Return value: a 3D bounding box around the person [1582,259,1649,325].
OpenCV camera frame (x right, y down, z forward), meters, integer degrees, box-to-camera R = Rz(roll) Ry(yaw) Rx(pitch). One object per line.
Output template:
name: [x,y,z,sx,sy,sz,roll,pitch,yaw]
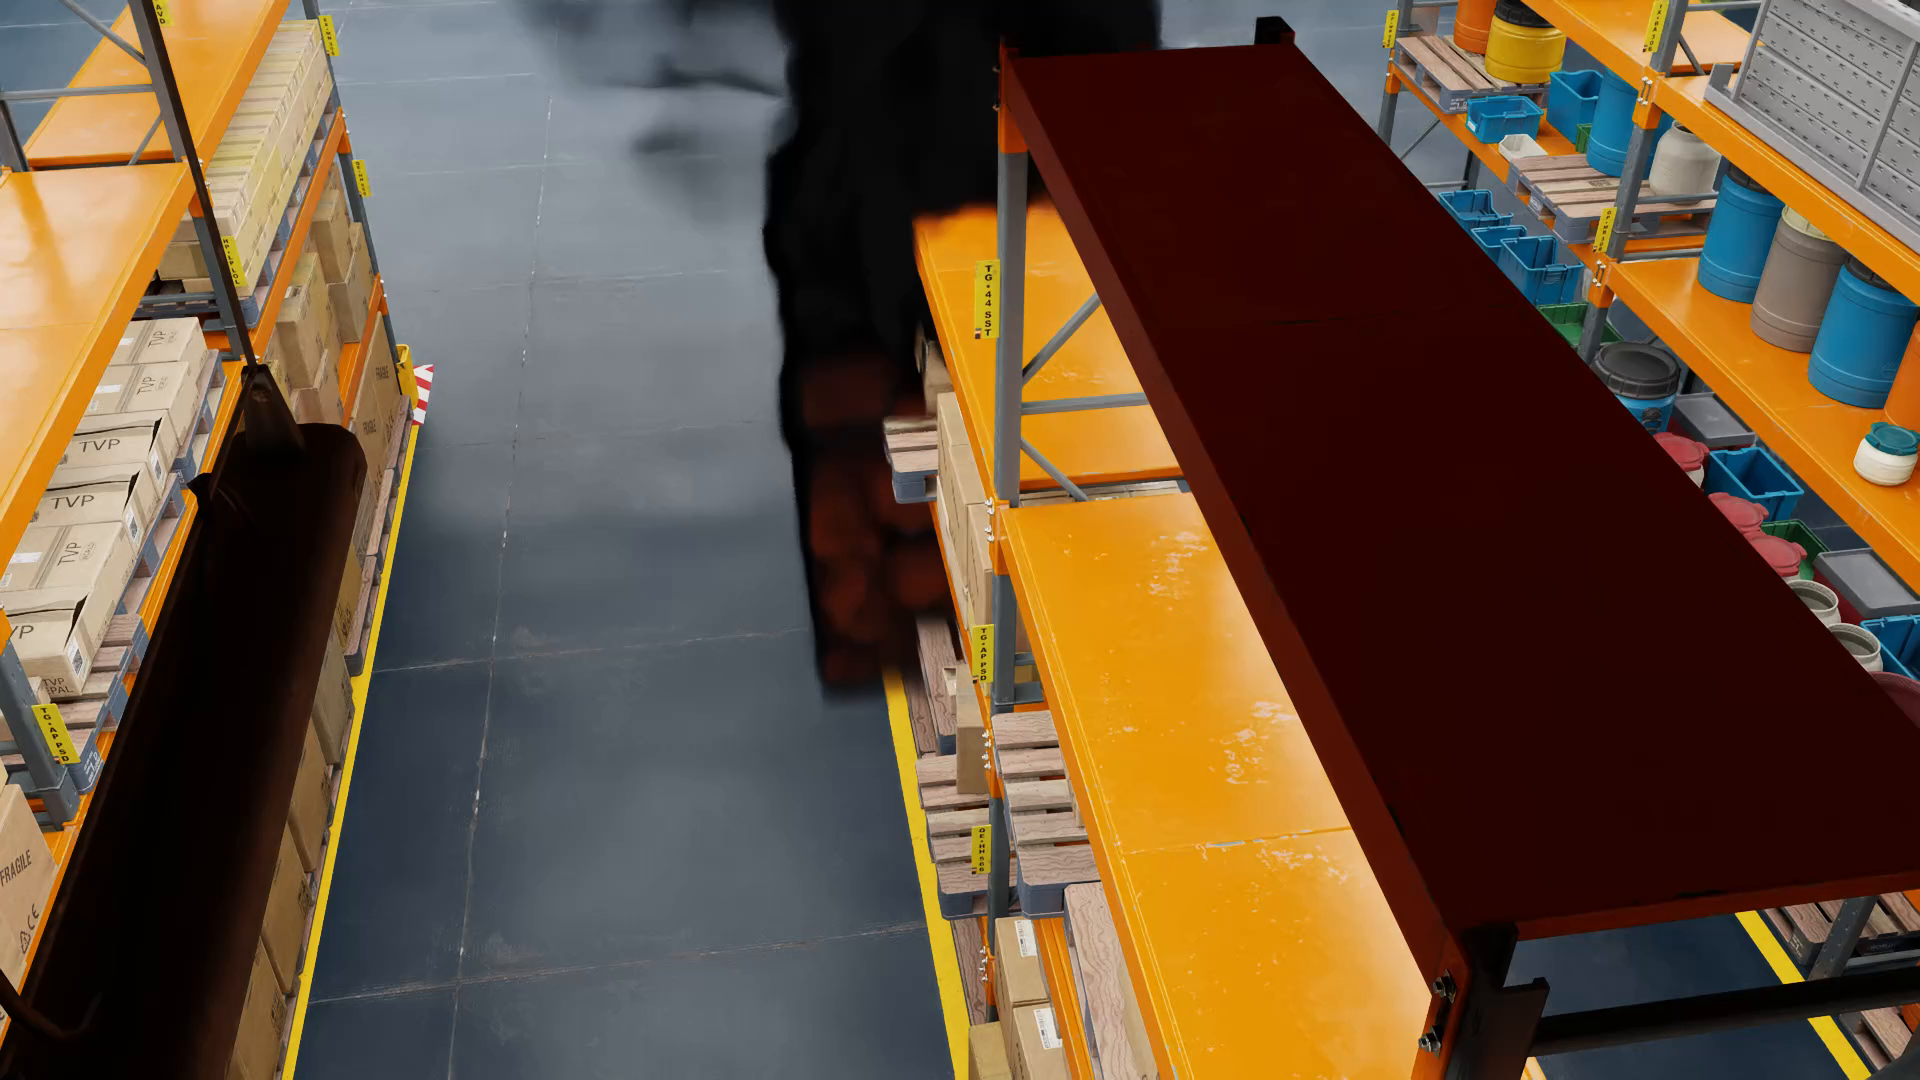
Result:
person: [5.937,-2.417,15.289,0.663,1.818,0.881,-11,38,-15]
